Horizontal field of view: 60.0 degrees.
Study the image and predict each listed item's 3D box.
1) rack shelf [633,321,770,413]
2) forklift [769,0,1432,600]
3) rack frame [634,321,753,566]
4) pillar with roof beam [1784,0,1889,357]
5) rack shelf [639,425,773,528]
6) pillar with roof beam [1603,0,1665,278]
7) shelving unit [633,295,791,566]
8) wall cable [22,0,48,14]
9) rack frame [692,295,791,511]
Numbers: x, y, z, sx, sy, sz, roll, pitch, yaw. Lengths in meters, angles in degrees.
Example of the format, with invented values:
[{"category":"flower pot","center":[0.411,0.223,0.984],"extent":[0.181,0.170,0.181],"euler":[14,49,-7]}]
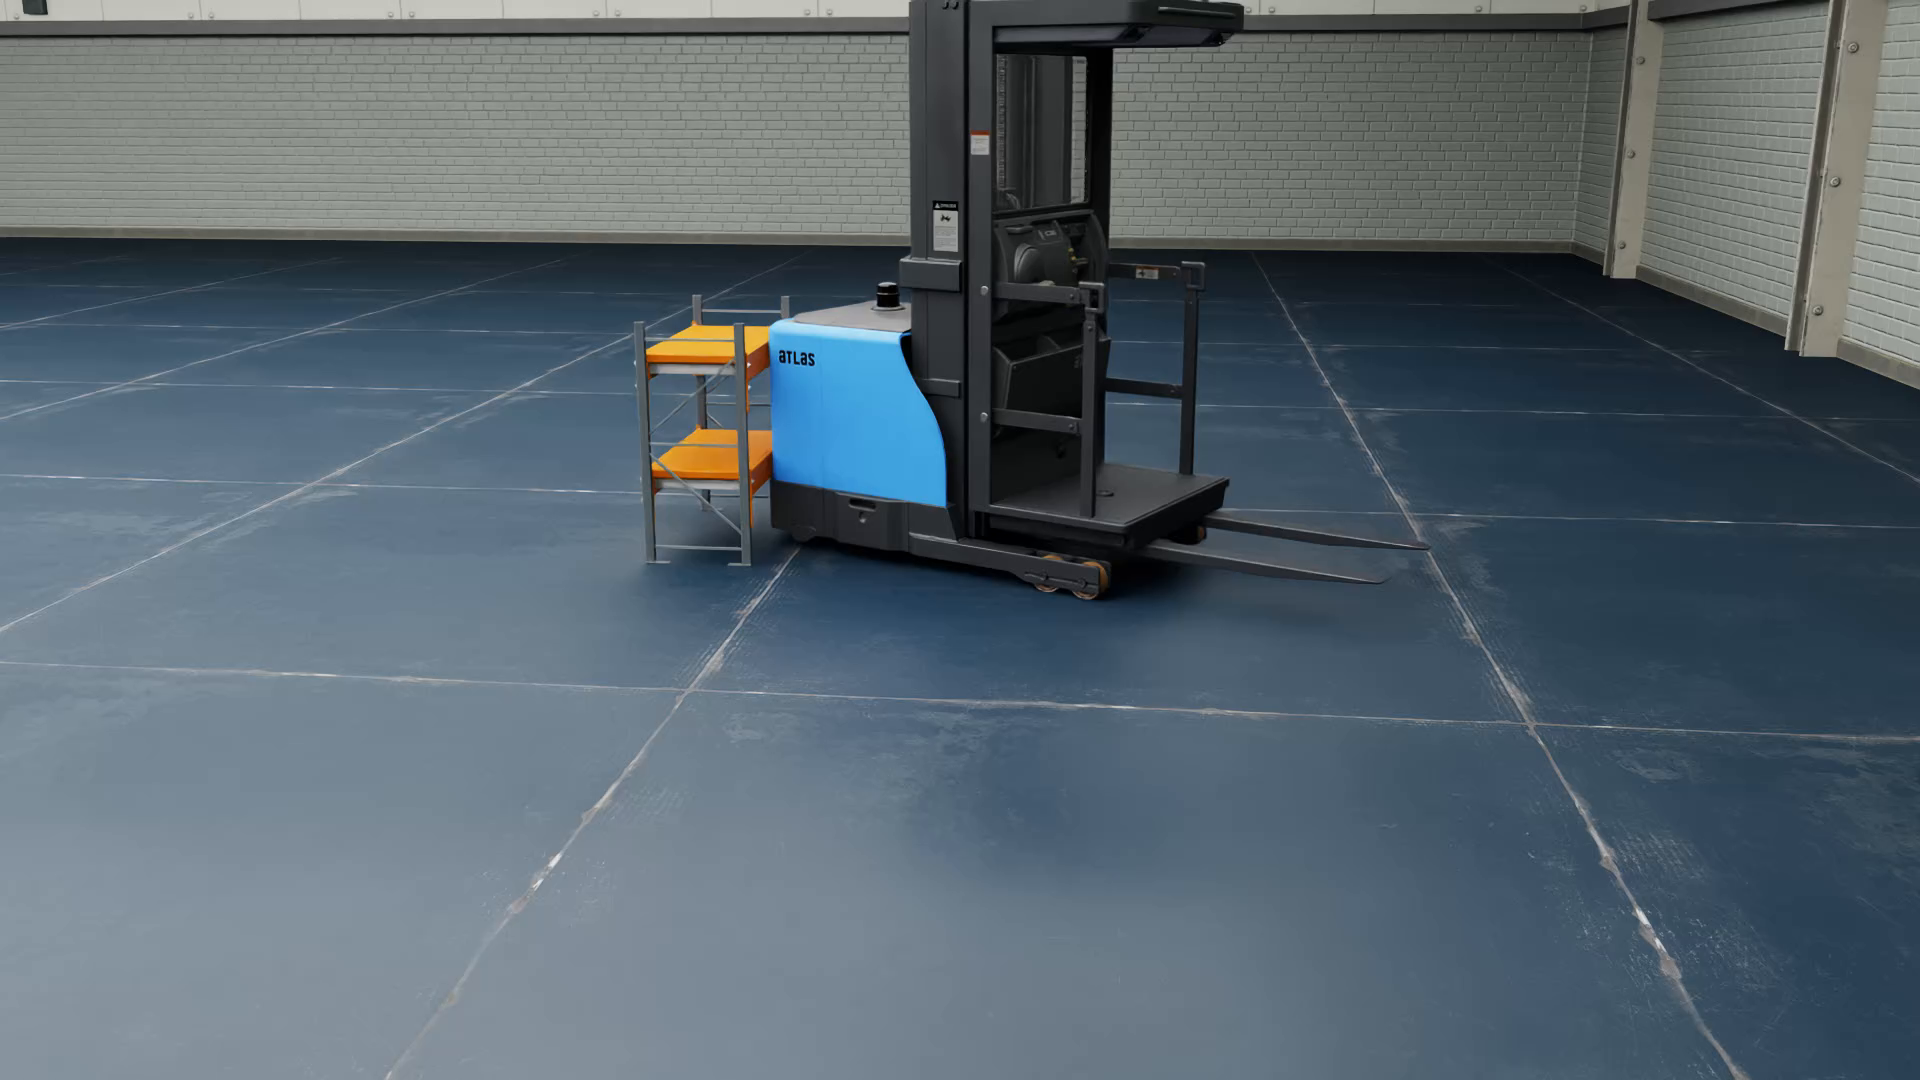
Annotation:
[{"category":"rack shelf","center":[-1.162,-0.846,8.013],"extent":[0.538,0.278,1.000],"euler":[2,15,6]},{"category":"forklift","center":[0.592,-1.313,7.403],"extent":[3.031,2.935,1.130],"euler":[9,18,31]},{"category":"rack frame","center":[-1.215,-0.431,7.602],"extent":[0.500,1.125,0.032],"euler":[2,15,6]},{"category":"pillar with roof beam","center":[2.878,-6.041,13.263],"extent":[9.100,9.000,0.400],"euler":[2,15,6]},{"category":"rack shelf","center":[-1.162,-0.327,8.153],"extent":[0.538,0.278,1.000],"euler":[2,15,6]},{"category":"pillar with roof beam","center":[3.556,-7.597,19.018],"extent":[9.100,9.000,0.400],"euler":[2,15,6]},{"category":"shelving unit","center":[-1.162,-0.563,8.090],"extent":[0.538,1.125,1.048],"euler":[2,15,6]},{"category":"wall cable","center":[-12.388,-10.481,23.169],"extent":[2.305,6.003,0.169],"euler":[2,15,6]},{"category":"rack frame","center":[-1.109,-0.695,8.578],"extent":[0.500,1.125,0.032],"euler":[2,15,6]}]
